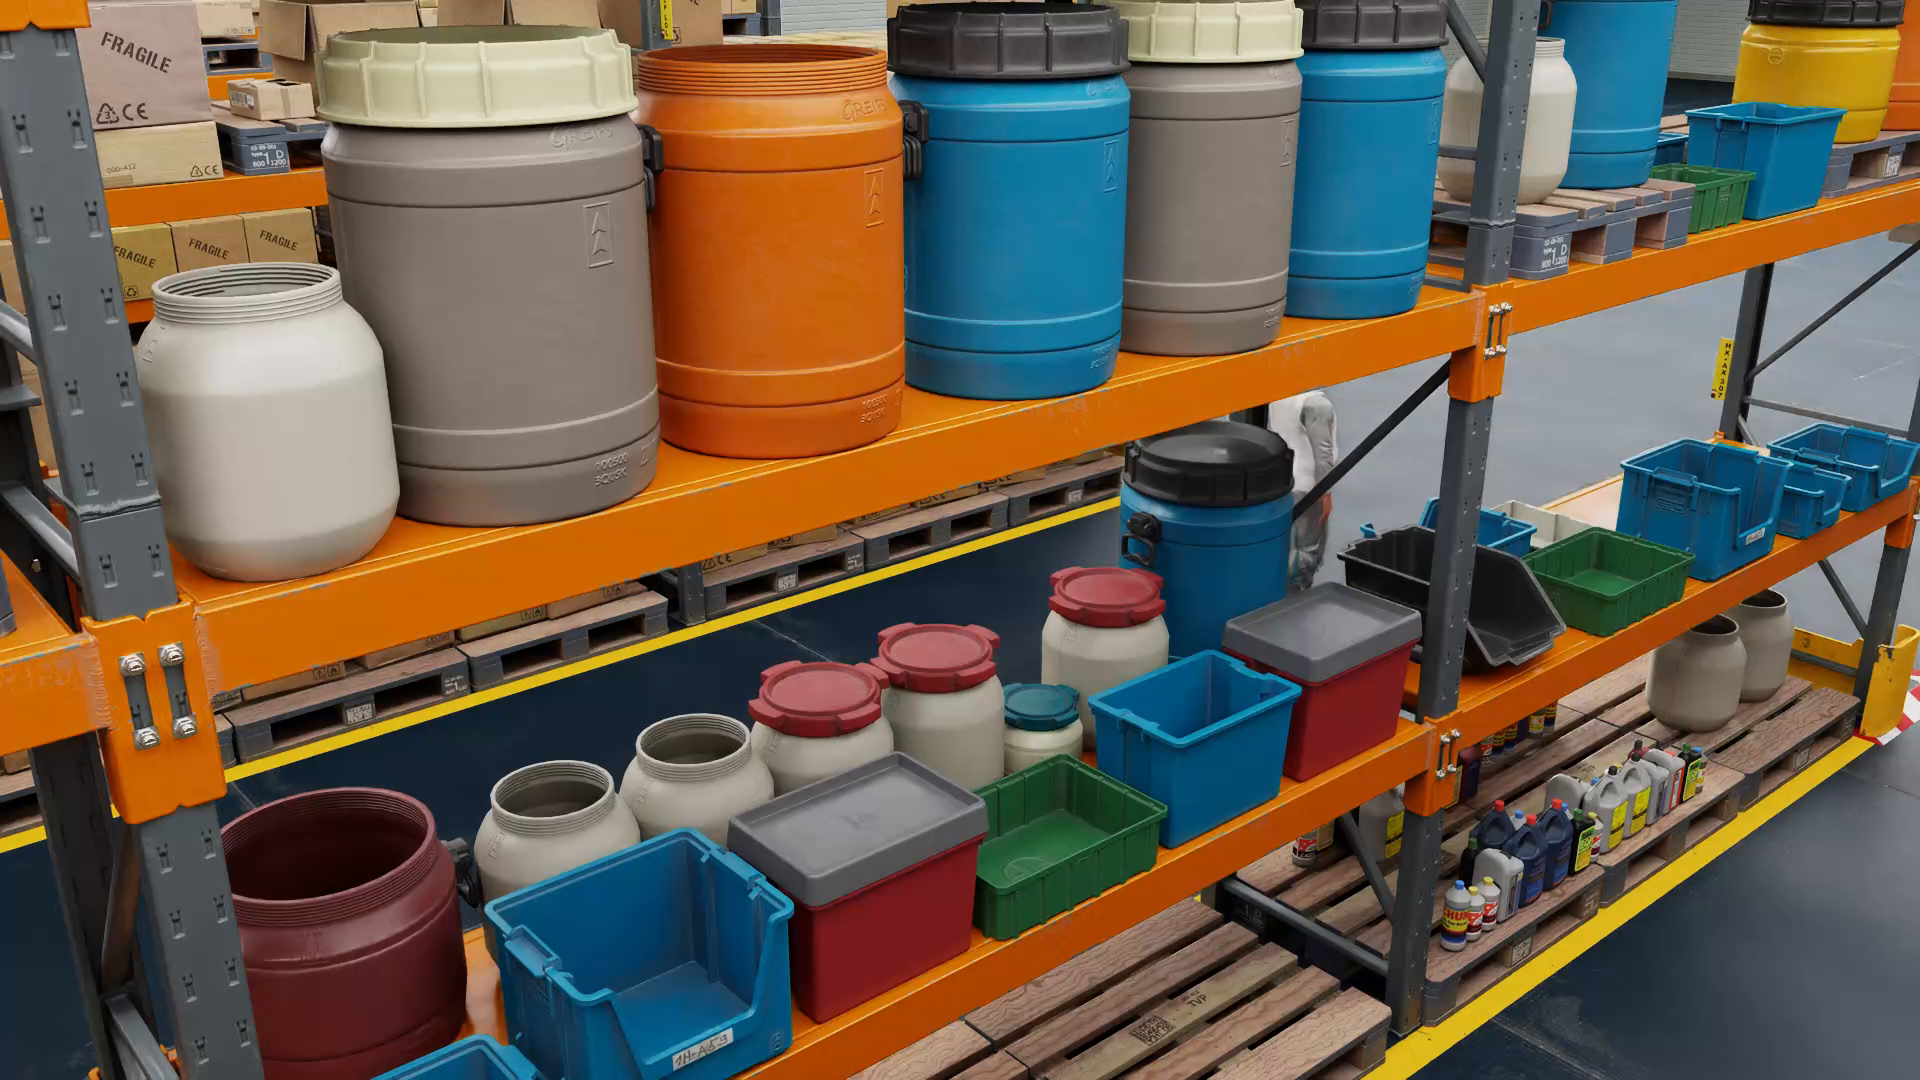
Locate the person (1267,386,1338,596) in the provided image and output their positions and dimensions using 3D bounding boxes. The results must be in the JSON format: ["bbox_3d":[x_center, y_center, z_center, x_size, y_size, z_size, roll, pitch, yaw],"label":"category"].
[{"bbox_3d":[1.880,-0.329,9.383,0.786,1.746,0.567,-8,22,-20],"label":"person"}]
